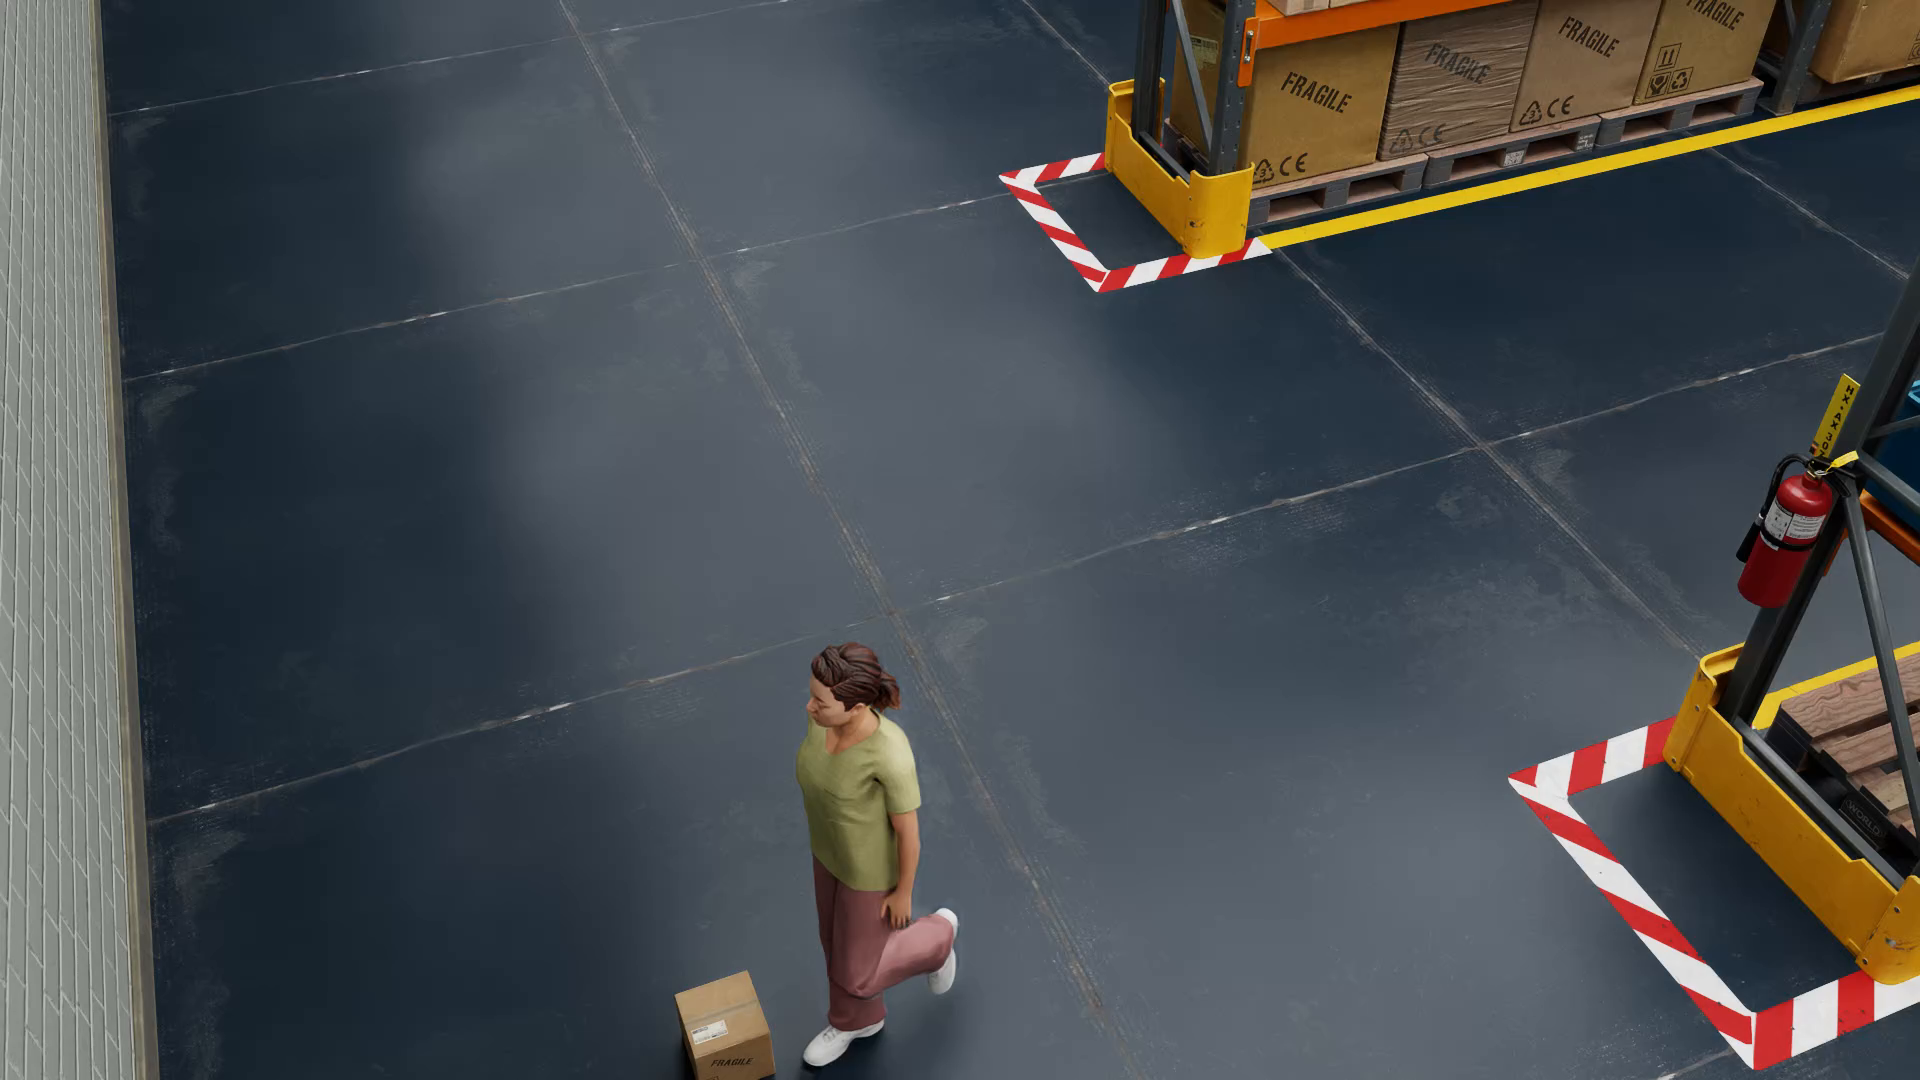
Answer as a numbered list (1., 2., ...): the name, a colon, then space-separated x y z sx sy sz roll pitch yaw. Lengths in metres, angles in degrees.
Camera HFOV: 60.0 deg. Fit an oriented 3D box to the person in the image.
1. person: -0.305 0.961 5.081 0.599 1.666 0.508 -29 50 -29
